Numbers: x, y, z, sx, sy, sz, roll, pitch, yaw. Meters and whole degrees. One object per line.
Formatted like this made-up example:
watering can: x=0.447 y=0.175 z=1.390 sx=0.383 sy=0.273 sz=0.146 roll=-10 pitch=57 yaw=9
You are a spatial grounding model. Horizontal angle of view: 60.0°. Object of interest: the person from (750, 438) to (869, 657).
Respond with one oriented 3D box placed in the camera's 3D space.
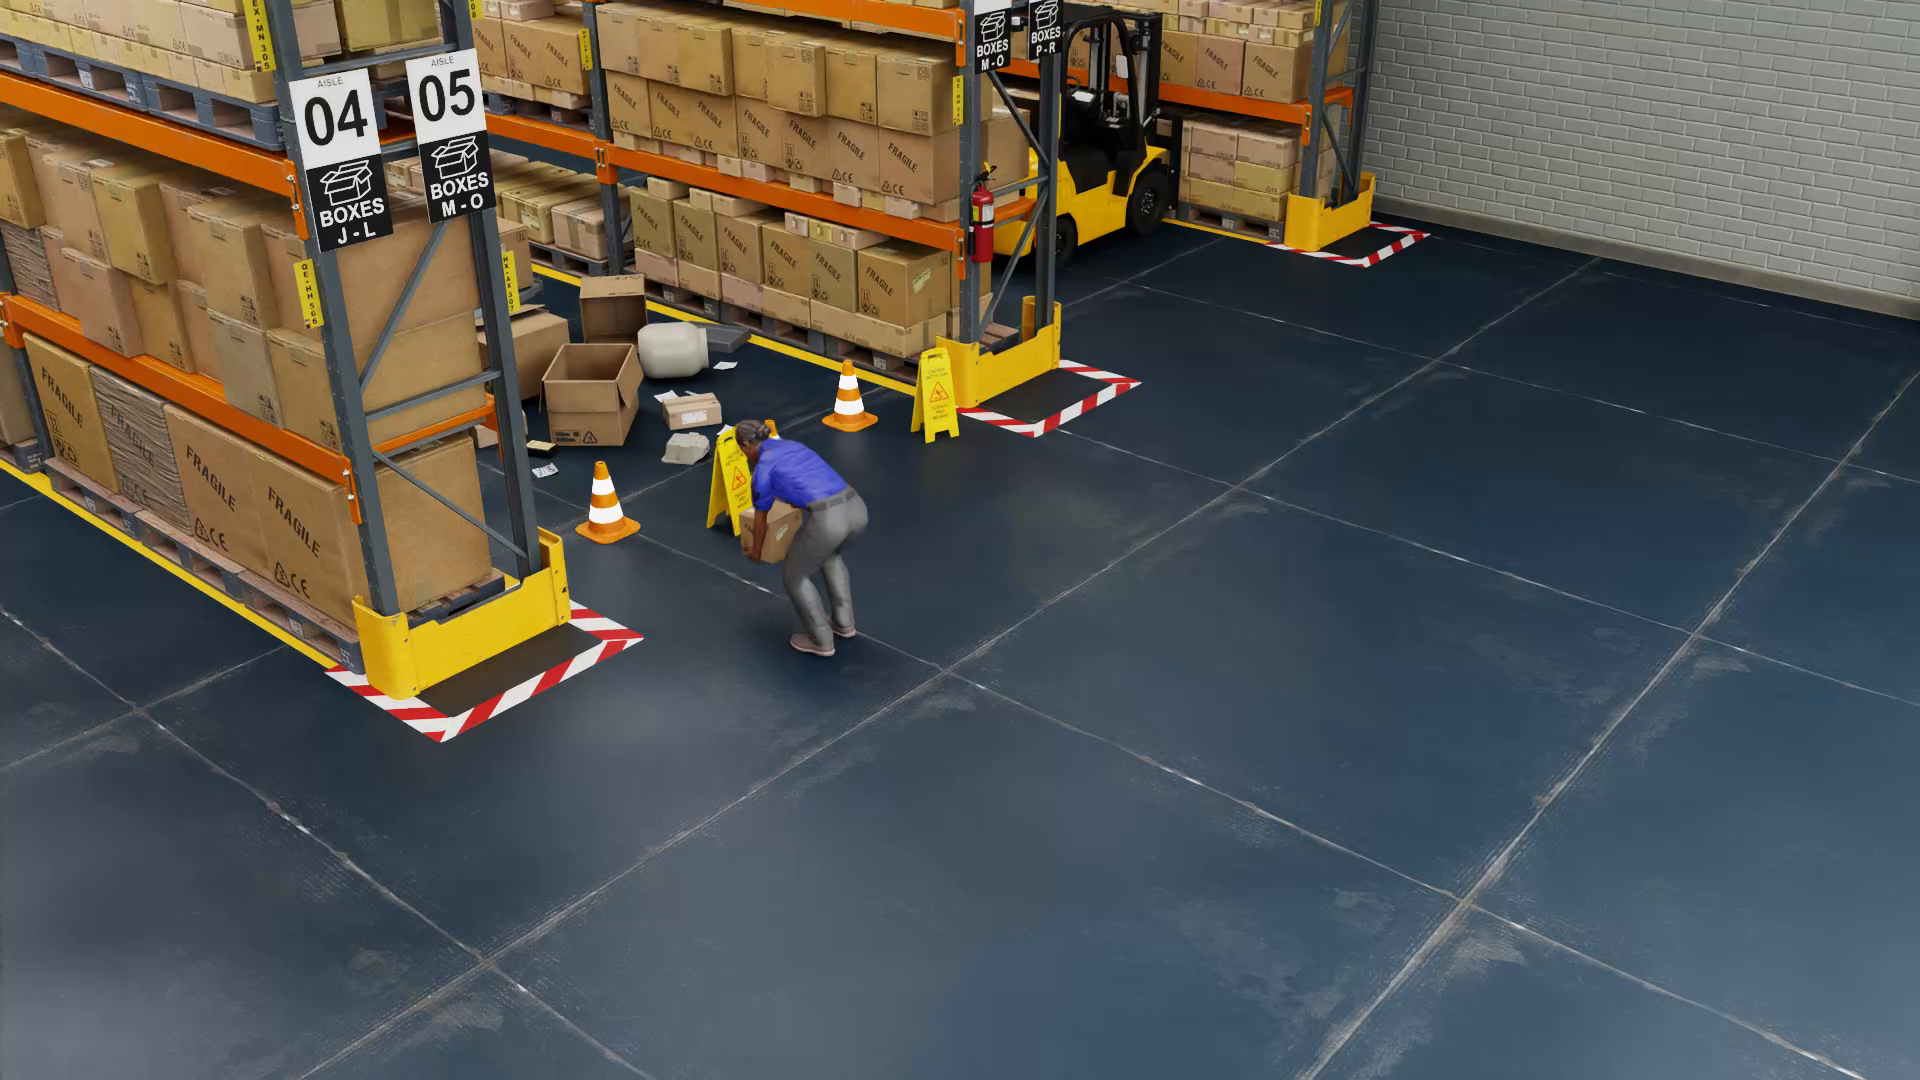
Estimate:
person: x=-0.805 y=0.038 z=9.110 sx=0.625 sy=1.148 sz=0.422 roll=20 pitch=33 yaw=33
